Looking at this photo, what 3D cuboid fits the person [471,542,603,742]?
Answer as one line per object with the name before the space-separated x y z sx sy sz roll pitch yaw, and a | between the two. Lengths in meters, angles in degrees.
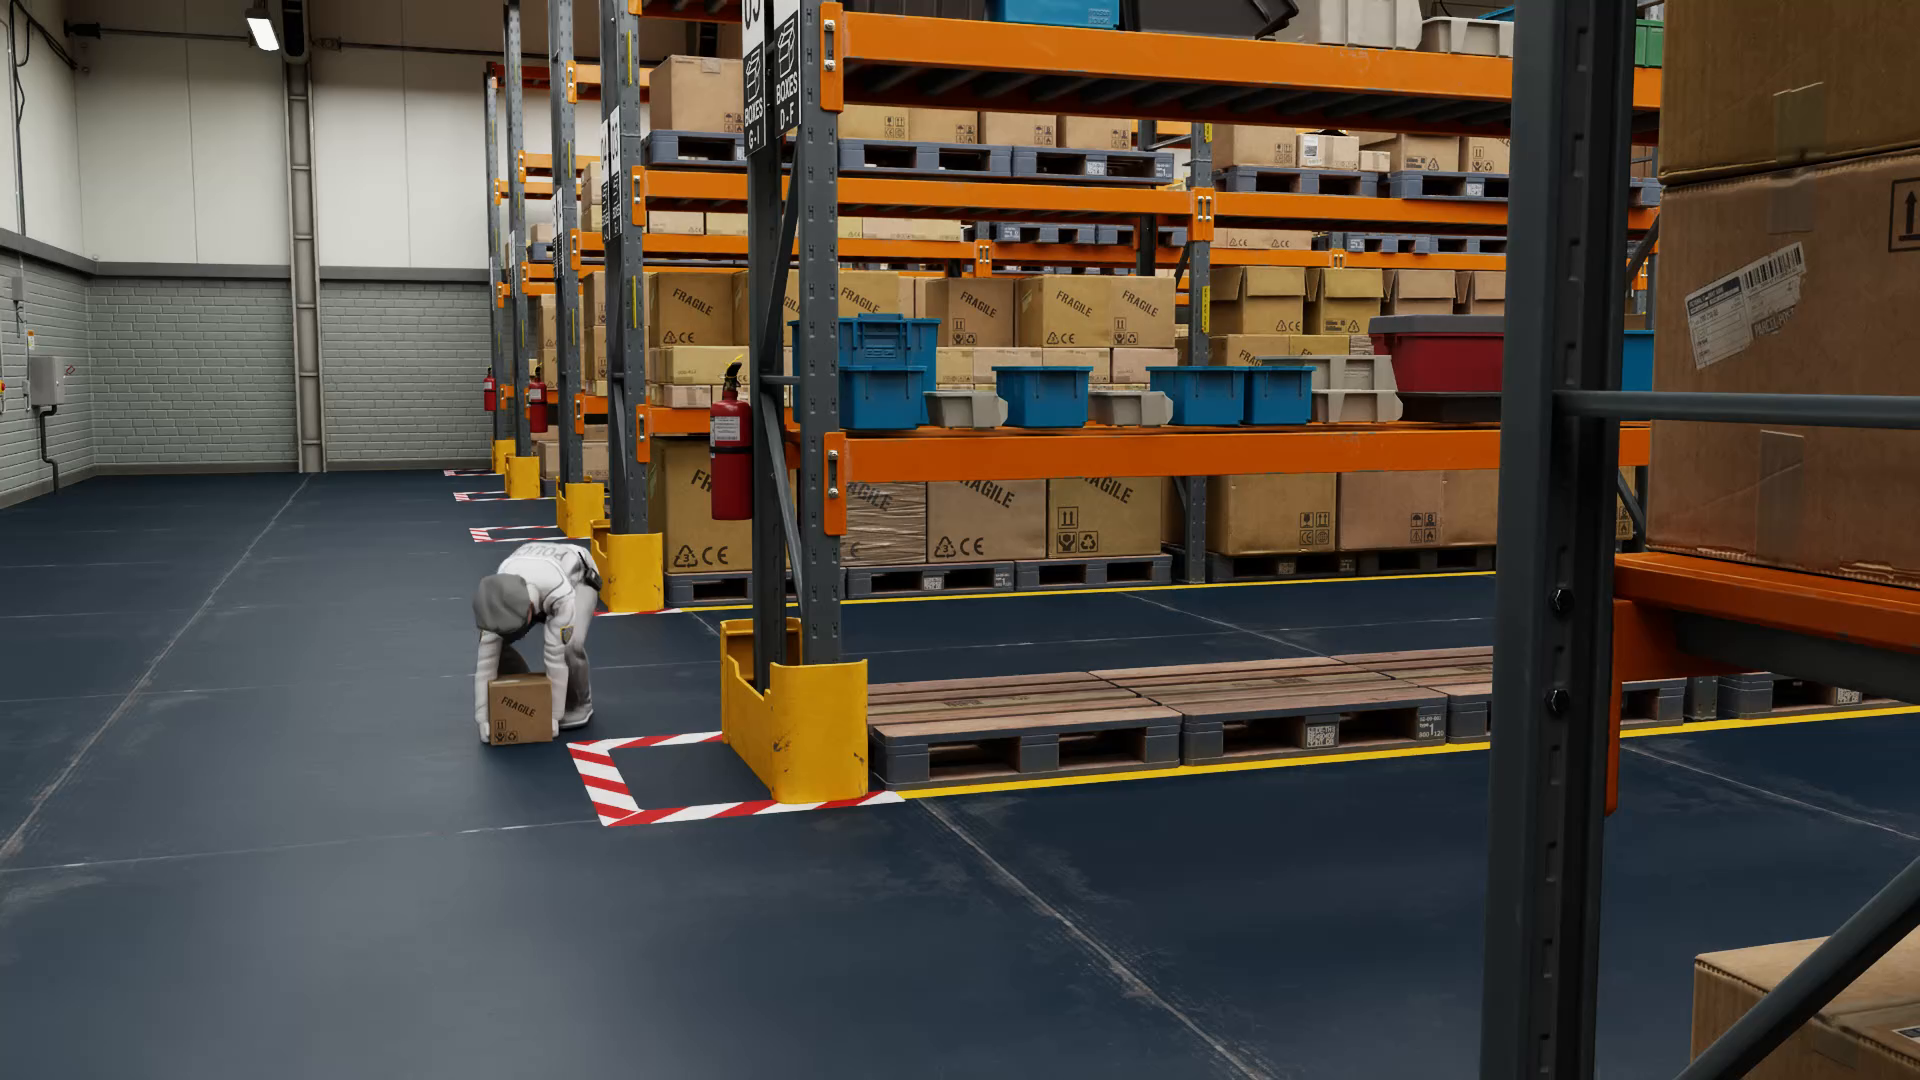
person | -1.834 0.436 7.138 0.467 0.812 0.902 1 6 9
